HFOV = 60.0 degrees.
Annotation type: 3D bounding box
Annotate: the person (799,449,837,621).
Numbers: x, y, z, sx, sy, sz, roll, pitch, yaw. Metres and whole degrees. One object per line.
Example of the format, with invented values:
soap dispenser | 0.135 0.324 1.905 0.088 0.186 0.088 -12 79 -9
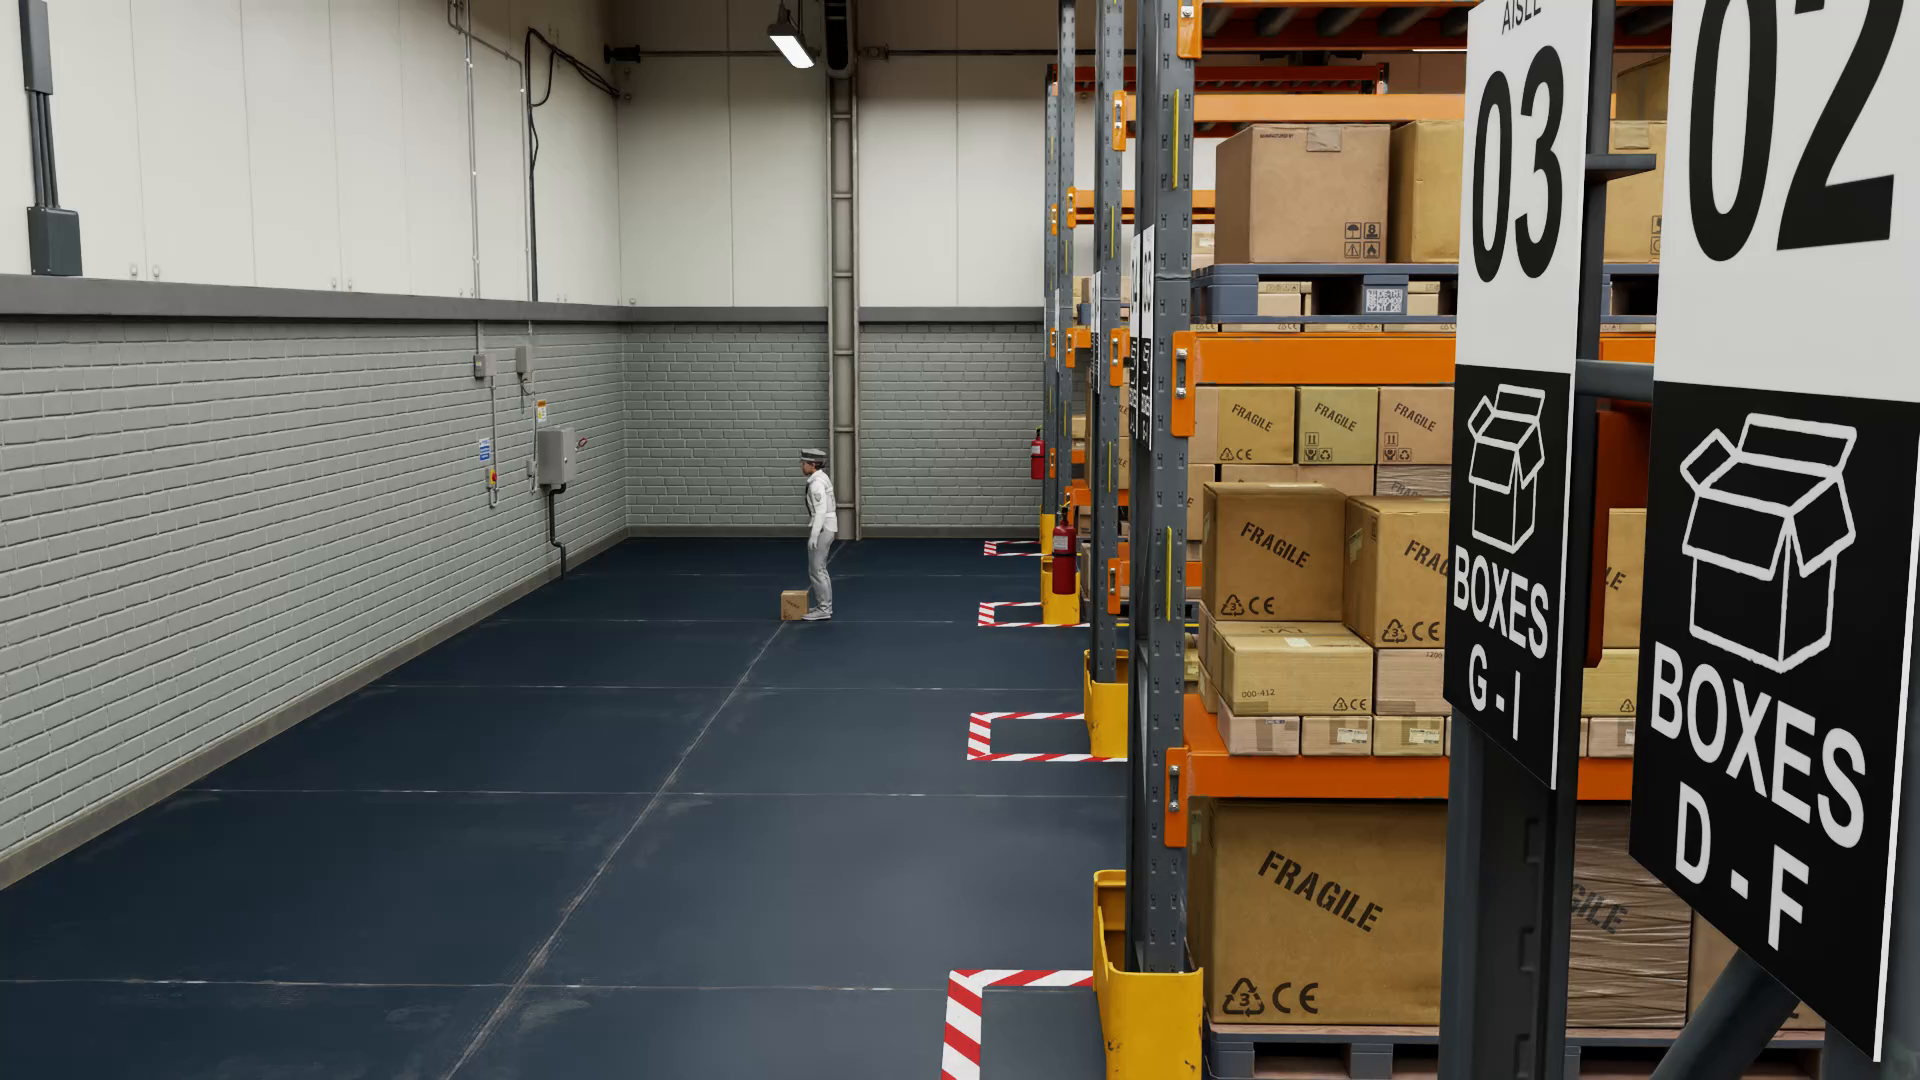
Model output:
person | -1.379 -0.061 16.220 0.369 1.667 0.546 0 7 -2
